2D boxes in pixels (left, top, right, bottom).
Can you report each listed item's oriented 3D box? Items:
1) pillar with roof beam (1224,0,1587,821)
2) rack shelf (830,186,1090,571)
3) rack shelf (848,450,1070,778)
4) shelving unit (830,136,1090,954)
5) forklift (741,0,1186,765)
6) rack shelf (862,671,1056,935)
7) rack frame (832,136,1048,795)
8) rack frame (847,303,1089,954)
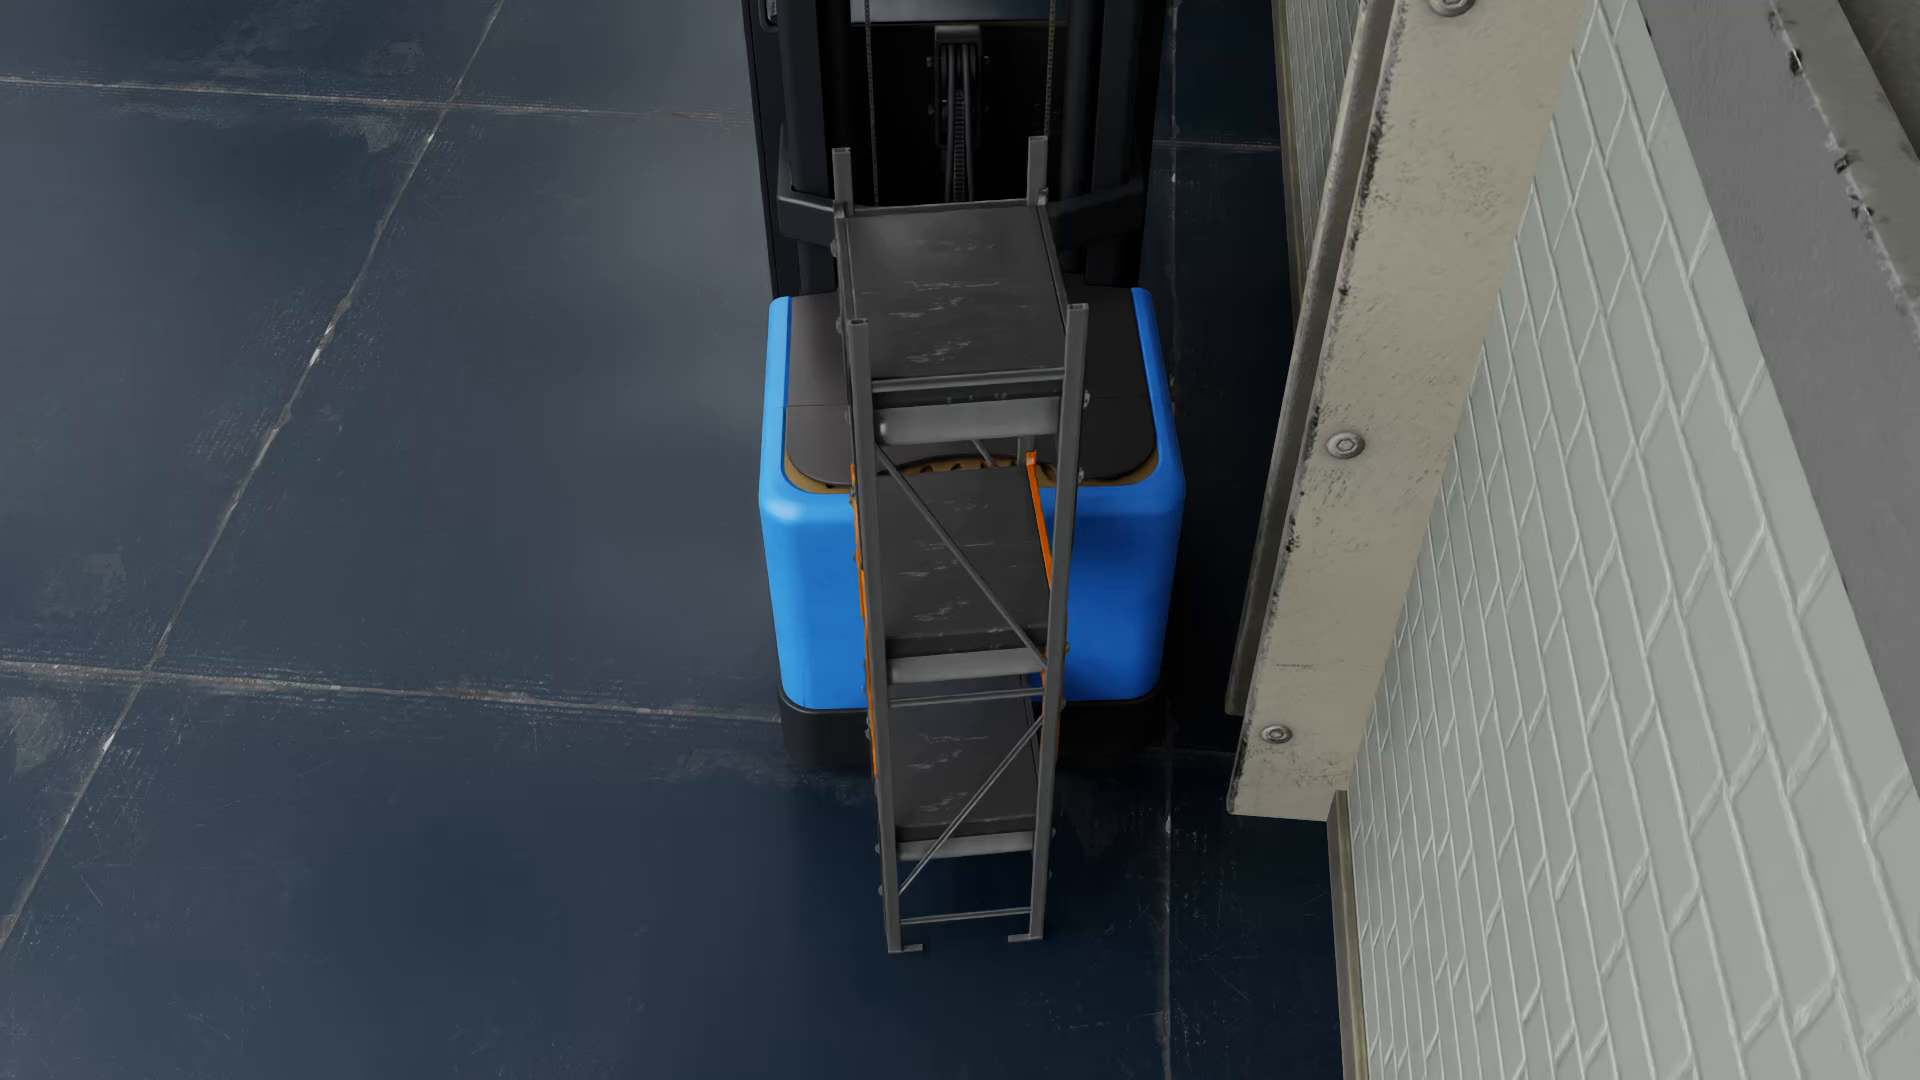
[{"bbox_3d":[-3.383,-2.712,1.632,9.100,9.000,0.400,4,48,4],"label":"pillar with roof beam"},{"bbox_3d":[-0.011,-0.307,3.177,0.431,0.518,0.480,-4,48,-4],"label":"rack shelf"},{"bbox_3d":[-0.011,0.166,3.694,0.431,0.518,0.480,-4,48,-4],"label":"rack shelf"},{"bbox_3d":[-0.011,0.157,3.684,0.431,2.100,0.503,-4,48,-4],"label":"shelving unit"},{"bbox_3d":[-0.025,-1.449,4.589,1.130,2.935,3.031,-2,48,-2],"label":"forklift"},{"bbox_3d":[-0.011,0.638,4.210,0.431,0.518,0.480,-4,48,-4],"label":"rack shelf"},{"bbox_3d":[-0.037,-0.023,3.848,0.400,2.100,0.015,-4,48,-4],"label":"rack frame"},{"bbox_3d":[0.014,0.336,3.520,0.400,2.100,0.015,-4,48,-4],"label":"rack frame"}]
